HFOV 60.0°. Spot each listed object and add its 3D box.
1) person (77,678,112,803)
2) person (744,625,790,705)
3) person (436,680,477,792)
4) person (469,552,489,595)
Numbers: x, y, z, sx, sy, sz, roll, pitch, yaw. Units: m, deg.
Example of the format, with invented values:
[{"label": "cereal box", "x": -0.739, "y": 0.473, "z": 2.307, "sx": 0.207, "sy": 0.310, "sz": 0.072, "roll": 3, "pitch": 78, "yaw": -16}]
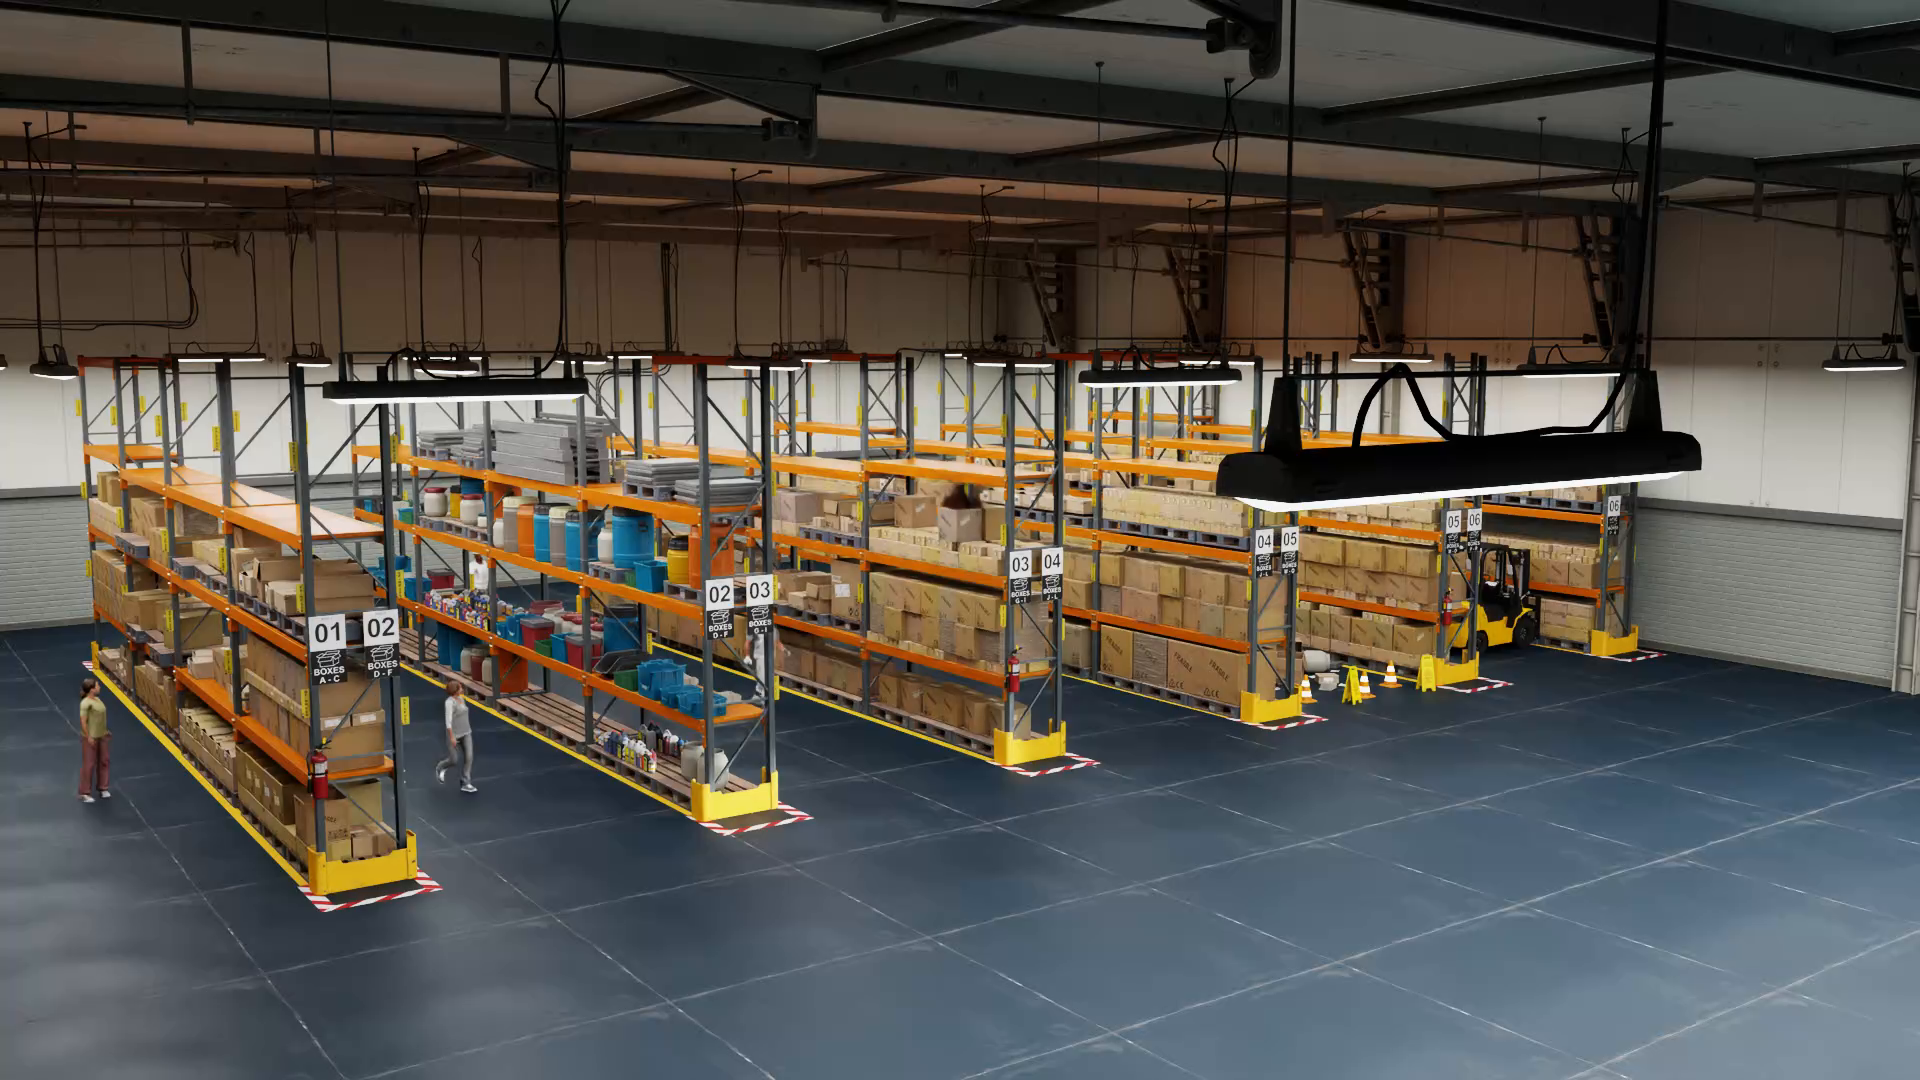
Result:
[{"label": "person", "x": -11.932, "y": 2.741, "z": 22.930, "sx": 0.375, "sy": 1.702, "sz": 0.509, "roll": 1, "pitch": 7, "yaw": 10}, {"label": "person", "x": -3.329, "y": 2.067, "z": 28.369, "sx": 0.665, "sy": 1.810, "sz": 0.871, "roll": -5, "pitch": 8, "yaw": -34}, {"label": "person", "x": -7.062, "y": 2.730, "z": 23.298, "sx": 0.669, "sy": 1.571, "sz": 0.439, "roll": 6, "pitch": 9, "yaw": 41}, {"label": "person", "x": -10.481, "y": 1.060, "z": 36.313, "sx": 0.449, "sy": 1.777, "sz": 0.625, "roll": 1, "pitch": 7, "yaw": 8}]
